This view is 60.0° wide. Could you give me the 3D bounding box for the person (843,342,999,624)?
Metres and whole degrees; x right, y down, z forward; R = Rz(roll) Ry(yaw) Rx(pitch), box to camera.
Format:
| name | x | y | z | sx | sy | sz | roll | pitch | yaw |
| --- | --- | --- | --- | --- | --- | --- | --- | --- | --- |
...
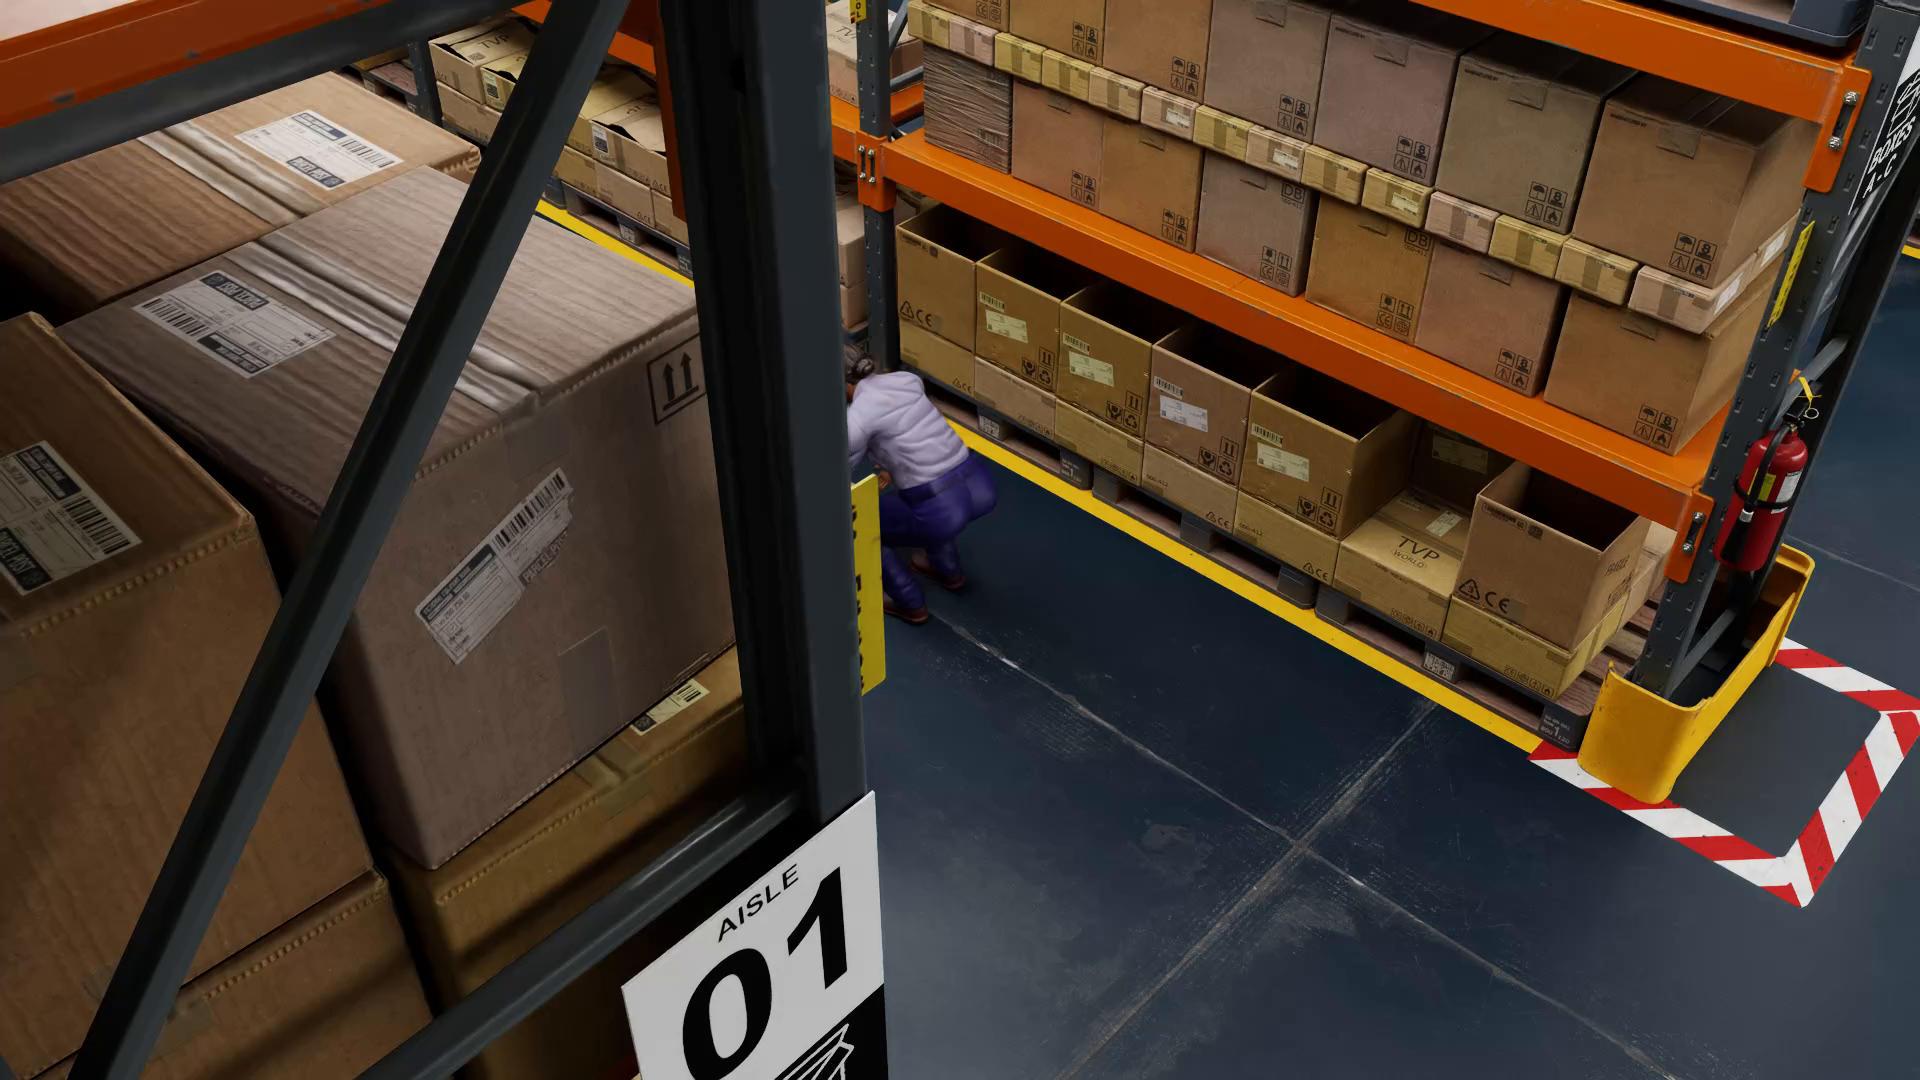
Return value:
| name | x | y | z | sx | sy | sz | roll | pitch | yaw |
| --- | --- | --- | --- | --- | --- | --- | --- | --- | --- |
| person | -0.233 | -0.218 | 6.834 | 0.762 | 1.141 | 0.535 | 31 | 49 | 32 |
